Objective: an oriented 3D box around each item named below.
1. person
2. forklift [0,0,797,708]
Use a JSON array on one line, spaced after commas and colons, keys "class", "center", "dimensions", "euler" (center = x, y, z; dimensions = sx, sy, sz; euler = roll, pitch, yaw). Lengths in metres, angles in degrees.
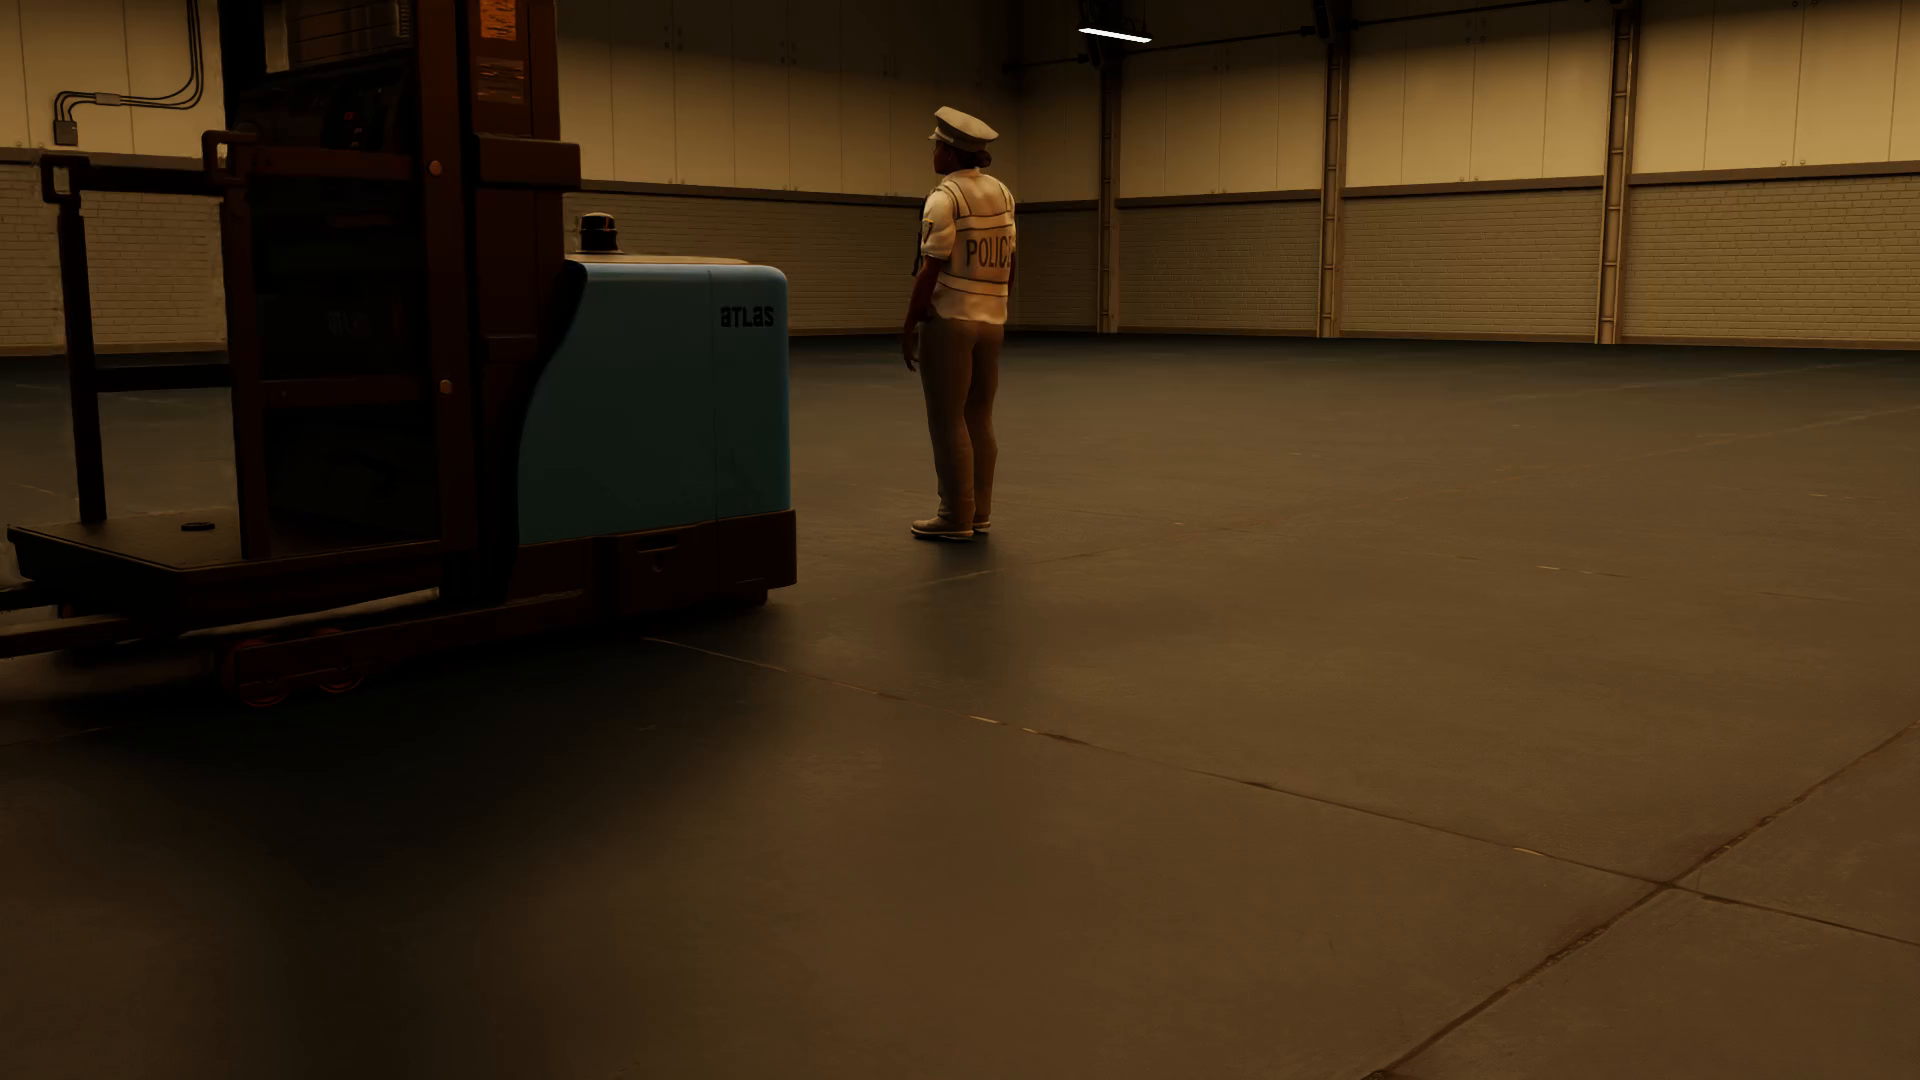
[{"class": "person", "center": [-0.040, -0.855, 6.655], "dimensions": [0.530, 1.695, 0.570], "euler": [8, 12, 43]}, {"class": "forklift", "center": [-1.884, -1.128, 4.363], "dimensions": [1.130, 2.935, 3.031], "euler": [8, 11, 42]}]
